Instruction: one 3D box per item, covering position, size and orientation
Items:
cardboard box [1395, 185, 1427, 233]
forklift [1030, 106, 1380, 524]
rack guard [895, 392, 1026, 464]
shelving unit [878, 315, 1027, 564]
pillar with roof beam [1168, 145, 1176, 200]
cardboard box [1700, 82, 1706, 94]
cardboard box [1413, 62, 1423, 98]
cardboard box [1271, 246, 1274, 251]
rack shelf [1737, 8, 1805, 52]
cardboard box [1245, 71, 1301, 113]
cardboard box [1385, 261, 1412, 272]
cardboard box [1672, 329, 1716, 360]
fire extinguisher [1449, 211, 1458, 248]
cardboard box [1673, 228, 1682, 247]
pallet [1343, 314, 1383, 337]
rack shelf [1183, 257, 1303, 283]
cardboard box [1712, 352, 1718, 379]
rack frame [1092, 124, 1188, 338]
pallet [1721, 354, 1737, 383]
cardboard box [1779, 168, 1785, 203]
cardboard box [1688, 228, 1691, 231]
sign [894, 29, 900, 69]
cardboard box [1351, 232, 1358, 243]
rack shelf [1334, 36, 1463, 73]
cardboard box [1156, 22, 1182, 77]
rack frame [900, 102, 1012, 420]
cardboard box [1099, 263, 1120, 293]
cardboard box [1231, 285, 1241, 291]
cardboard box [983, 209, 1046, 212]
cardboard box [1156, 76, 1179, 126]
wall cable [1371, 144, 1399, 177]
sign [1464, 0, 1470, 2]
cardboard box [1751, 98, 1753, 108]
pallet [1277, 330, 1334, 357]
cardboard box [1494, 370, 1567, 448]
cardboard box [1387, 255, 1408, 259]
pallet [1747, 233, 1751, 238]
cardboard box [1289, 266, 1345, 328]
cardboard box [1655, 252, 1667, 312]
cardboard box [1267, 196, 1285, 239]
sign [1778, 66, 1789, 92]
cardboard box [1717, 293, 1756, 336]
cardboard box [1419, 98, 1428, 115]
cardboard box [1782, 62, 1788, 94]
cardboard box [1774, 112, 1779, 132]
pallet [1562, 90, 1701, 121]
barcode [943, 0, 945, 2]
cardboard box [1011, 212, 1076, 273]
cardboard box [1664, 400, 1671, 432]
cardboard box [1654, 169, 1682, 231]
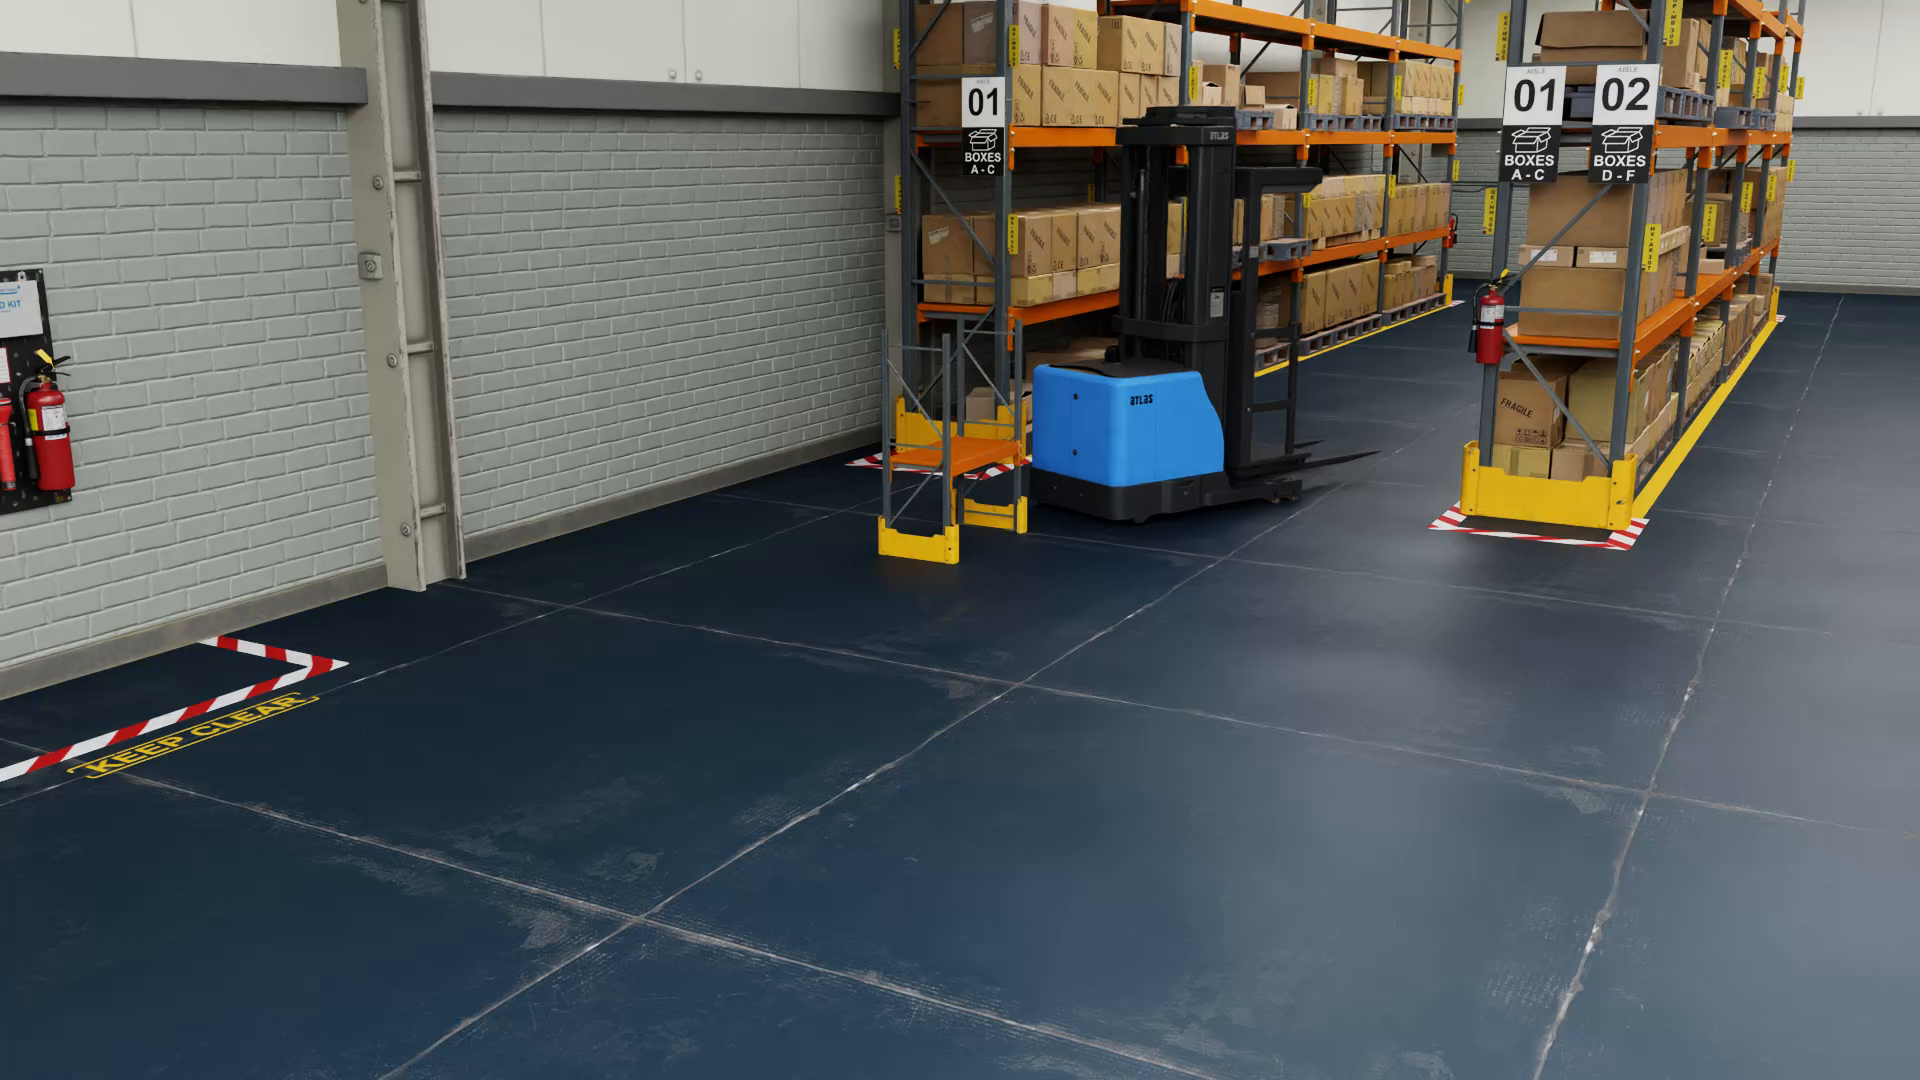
[{"bbox_3d":[6.741,-5.204,26.081,0.980,0.700,0.700,7,15,25],"label":"cardboard box"},{"bbox_3d":[2.017,-1.792,12.713,3.031,2.935,1.130,-10,17,-35],"label":"forklift"},{"bbox_3d":[-0.001,-0.988,14.565,1.175,0.500,0.348,7,15,28],"label":"rack guard"},{"bbox_3d":[-0.037,-0.713,11.293,0.587,1.500,1.083,7,15,28],"label":"shelving unit"},{"bbox_3d":[6.212,-6.089,17.589,9.100,9.000,0.400,7,15,28],"label":"pillar with roof beam"},{"bbox_3d":[7.212,-4.423,16.502,0.500,0.250,0.500,6,15,23],"label":"cardboard box"},{"bbox_3d":[6.596,-6.873,24.852,0.500,0.500,0.500,7,15,27],"label":"cardboard box"},{"bbox_3d":[4.191,-3.758,21.214,0.380,0.149,0.250,7,15,27],"label":"cardboard box"},{"bbox_3d":[11.068,-7.064,23.178,1.077,0.370,4.000,7,15,28],"label":"rack shelf"},{"bbox_3d":[4.009,-5.654,21.032,0.700,0.500,0.500,6,15,24],"label":"cardboard box"},{"bbox_3d":[6.792,-4.252,25.825,0.380,0.149,0.250,7,15,26],"label":"cardboard box"},{"bbox_3d":[7.638,-2.062,17.463,0.500,0.311,0.500,7,15,28],"label":"cardboard box"},{"bbox_3d":[8.174,-5.230,27.788,0.296,0.674,0.183,7,15,28],"label":"fire extinguisher"},{"bbox_3d":[6.044,-2.627,14.433,0.380,0.149,0.250,7,15,26],"label":"cardboard box"},{"bbox_3d":[5.456,-3.127,24.054,1.003,0.211,1.213,7,15,28],"label":"pallet"},{"bbox_3d":[2.863,-3.069,19.398,1.077,0.370,4.000,7,15,28],"label":"rack shelf"},{"bbox_3d":[7.881,-1.894,17.961,0.500,0.250,0.500,7,15,27],"label":"cardboard box"},{"bbox_3d":[1.896,-3.008,17.611,1.000,3.000,0.127,7,15,28],"label":"rack frame"},{"bbox_3d":[8.562,-2.062,19.635,1.003,0.211,1.213,7,15,28],"label":"pallet"},{"bbox_3d":[11.571,-5.111,23.988,0.500,0.500,0.500,8,16,30],"label":"cardboard box"},{"bbox_3d":[7.371,-2.971,17.243,0.500,0.500,0.500,6,15,25],"label":"cardboard box"},{"bbox_3d":[-0.514,-4.143,14.030,0.100,0.325,0.005,7,15,28],"label":"sign"},{"bbox_3d":[5.329,-4.230,23.171,0.380,0.149,0.250,7,15,28],"label":"cardboard box"},{"bbox_3d":[6.730,-7.432,25.549,1.077,0.370,4.000,7,15,28],"label":"rack shelf"},{"bbox_3d":[1.891,-4.877,16.575,0.500,0.500,0.500,6,15,23],"label":"cardboard box"},{"bbox_3d":[-0.038,-2.188,14.207,1.000,3.000,0.127,7,15,28],"label":"rack frame"},{"bbox_3d":[1.212,-2.504,15.797,0.500,0.250,0.500,8,15,29],"label":"cardboard box"},{"bbox_3d":[3.197,-2.929,20.076,0.500,0.250,0.500,8,16,29],"label":"cardboard box"},{"bbox_3d":[0.502,-2.818,15.501,0.500,0.500,0.500,7,15,27],"label":"cardboard box"},{"bbox_3d":[1.867,-4.393,16.698,0.500,0.500,0.500,8,16,30],"label":"cardboard box"},{"bbox_3d":[7.488,-6.334,29.239,0.084,1.984,1.851,7,15,28],"label":"wall cable"},{"bbox_3d":[8.165,-8.815,26.734,0.100,0.325,0.005,7,15,28],"label":"sign"},{"bbox_3d":[8.596,-4.973,19.148,0.910,0.500,0.500,7,15,28],"label":"cardboard box"},{"bbox_3d":[4.277,-2.626,21.978,1.003,0.211,1.213,7,15,28],"label":"pallet"},{"bbox_3d":[4.299,-1.003,12.664,0.500,0.500,0.500,7,15,28],"label":"cardboard box"},{"bbox_3d":[7.087,-4.564,27.117,0.380,0.149,0.250,7,15,28],"label":"cardboard box"},{"bbox_3d":[9.620,-3.844,21.488,1.003,0.211,1.213,7,15,28],"label":"pallet"},{"bbox_3d":[4.729,-3.303,22.525,0.750,0.750,0.750,7,15,28],"label":"cardboard box"},{"bbox_3d":[5.530,-2.193,14.017,0.700,0.500,0.500,8,16,29],"label":"cardboard box"},{"bbox_3d":[3.611,-3.994,20.547,0.700,0.500,0.500,5,15,21],"label":"cardboard box"},{"bbox_3d":[10.589,-5.928,21.378,0.100,0.325,0.005,7,15,28],"label":"sign"},{"bbox_3d":[10.114,-2.954,21.781,0.500,0.500,0.500,7,15,28],"label":"cardboard box"},{"bbox_3d":[6.828,-6.609,25.356,0.500,0.250,0.500,7,15,26],"label":"cardboard box"},{"bbox_3d":[11.801,-6.795,24.573,0.700,0.500,0.500,7,15,28],"label":"cardboard box"},{"bbox_3d":[10.553,-5.546,22.058,0.500,0.250,0.500,7,15,28],"label":"cardboard box"},{"bbox_3d":[5.254,-3.436,13.173,1.003,0.211,1.213,7,15,28],"label":"pallet"},{"bbox_3d":[-0.132,-4.674,14.496,0.001,0.075,0.075,7,15,28],"label":"barcode"},{"bbox_3d":[0.704,-2.653,14.816,0.500,0.500,0.500,7,15,28],"label":"cardboard box"},{"bbox_3d":[5.951,-1.094,14.641,0.500,0.250,0.500,7,15,28],"label":"cardboard box"},{"bbox_3d":[5.782,-2.931,14.311,0.700,0.500,0.500,7,15,28],"label":"cardboard box"}]
